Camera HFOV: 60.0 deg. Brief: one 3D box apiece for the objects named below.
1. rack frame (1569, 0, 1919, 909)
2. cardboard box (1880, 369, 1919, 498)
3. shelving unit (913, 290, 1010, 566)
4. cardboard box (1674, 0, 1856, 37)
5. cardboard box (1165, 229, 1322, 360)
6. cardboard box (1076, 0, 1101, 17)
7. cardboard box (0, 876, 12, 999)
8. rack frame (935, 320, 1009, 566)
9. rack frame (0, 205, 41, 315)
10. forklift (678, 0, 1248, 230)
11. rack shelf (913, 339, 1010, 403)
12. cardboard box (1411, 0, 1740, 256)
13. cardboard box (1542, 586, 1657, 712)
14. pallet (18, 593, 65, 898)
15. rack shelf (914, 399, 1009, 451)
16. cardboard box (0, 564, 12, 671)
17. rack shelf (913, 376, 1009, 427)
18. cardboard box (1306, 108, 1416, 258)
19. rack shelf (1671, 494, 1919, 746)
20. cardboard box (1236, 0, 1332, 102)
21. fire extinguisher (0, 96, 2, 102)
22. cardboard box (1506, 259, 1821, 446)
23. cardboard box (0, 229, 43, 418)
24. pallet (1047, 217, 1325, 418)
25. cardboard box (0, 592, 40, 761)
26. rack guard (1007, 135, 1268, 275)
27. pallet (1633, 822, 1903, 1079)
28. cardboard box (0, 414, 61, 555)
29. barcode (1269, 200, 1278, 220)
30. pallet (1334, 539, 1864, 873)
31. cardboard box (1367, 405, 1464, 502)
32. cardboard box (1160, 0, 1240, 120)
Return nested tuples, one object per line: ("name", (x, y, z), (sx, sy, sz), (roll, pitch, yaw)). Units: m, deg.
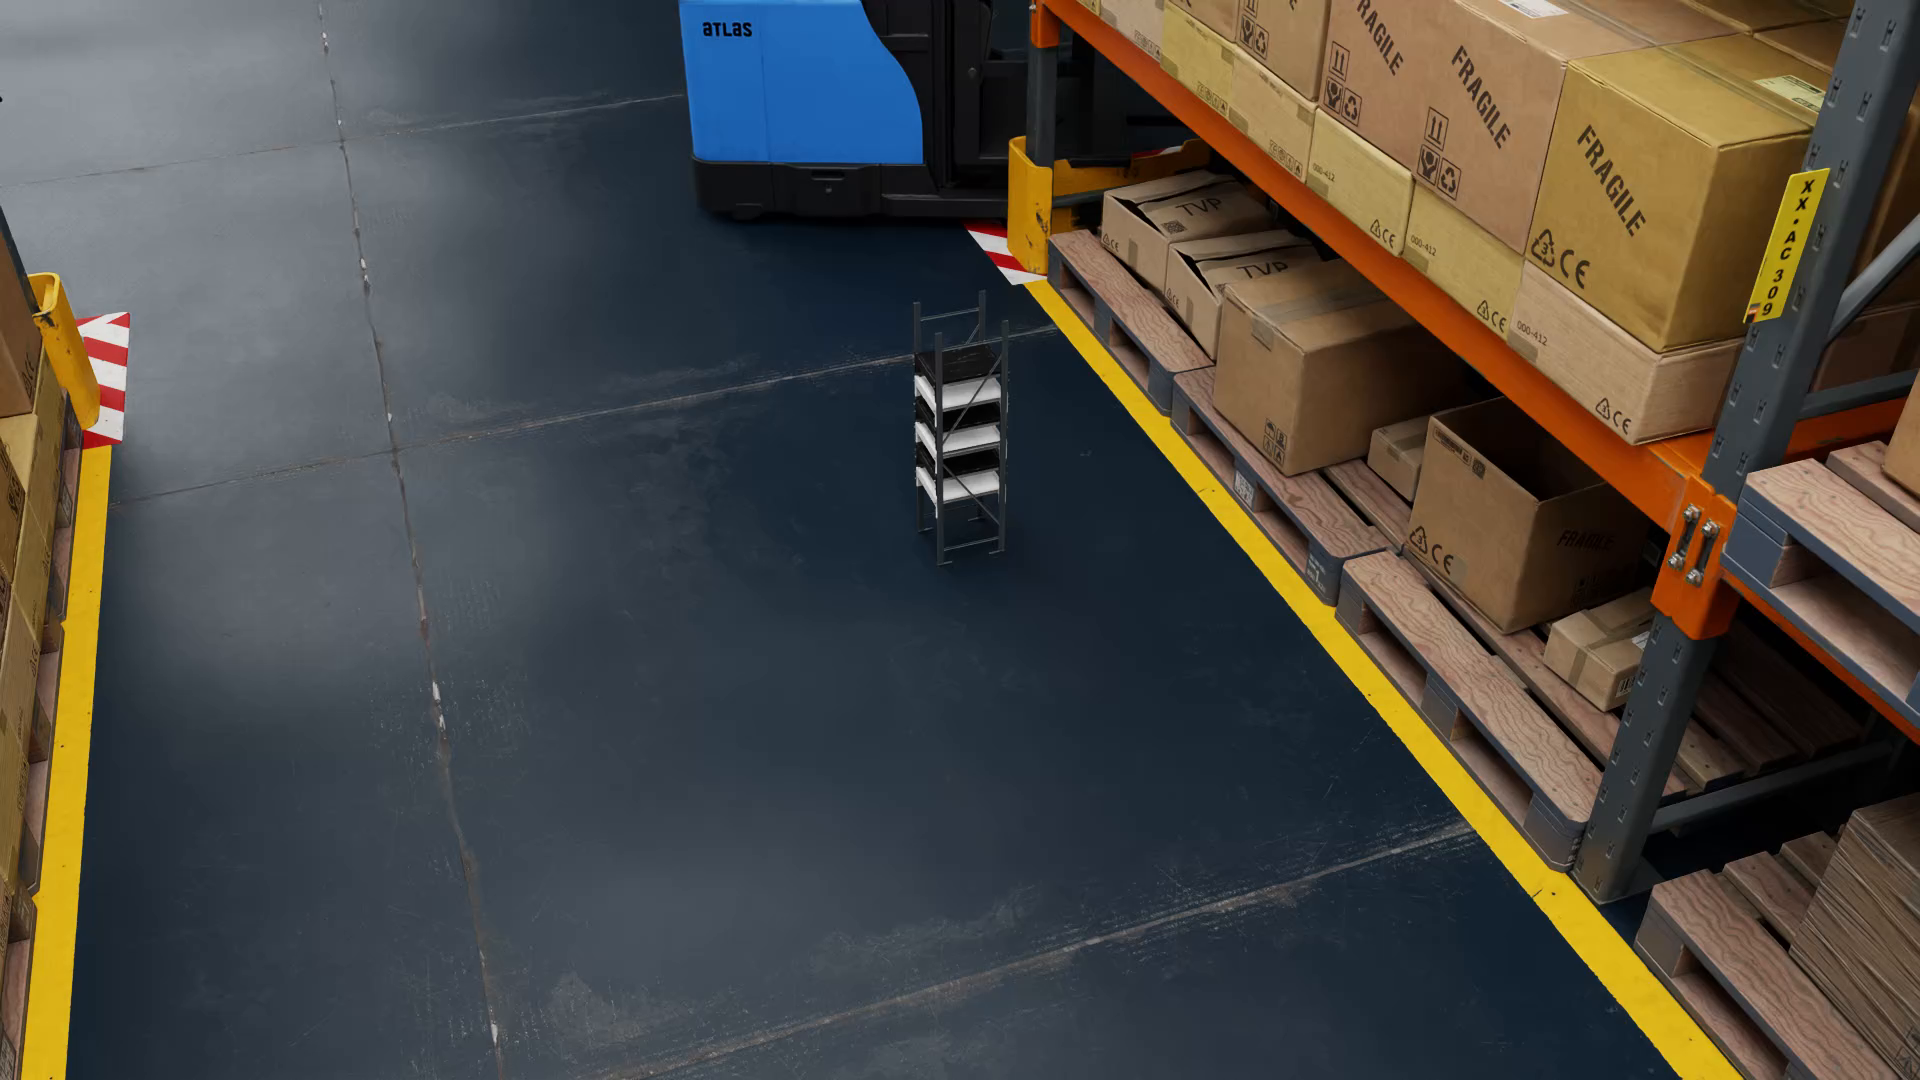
("rack frame", (2.152, -0.352, 3.724), (1.000, 3.000, 0.127), (-12, 39, -16))
("cardboard box", (2.295, -0.273, 3.171), (0.700, 0.500, 0.500), (-12, 39, -16))
("shelving unit", (0.003, -0.355, 5.473), (0.258, 0.900, 0.210), (-12, 39, -16))
("cardboard box", (2.012, -1.202, 4.337), (0.500, 0.500, 0.500), (-13, 39, -16))
("cardboard box", (1.125, -0.982, 6.430), (0.500, 0.311, 0.500), (-9, 38, -12))
("cardboard box", (0.645, -2.218, 6.310), (0.500, 0.250, 0.500), (-14, 39, -17))
("cardboard box", (-2.540, 0.998, 3.868), (0.500, 0.250, 0.500), (-12, 39, -16))
("rack frame", (0.038, -0.297, 5.397), (0.240, 0.900, 0.006), (-12, 39, -16))
("rack frame", (-3.874, -1.584, 5.360), (1.000, 3.000, 0.127), (-12, 39, -16))
("forklift", (0.301, -2.913, 7.181), (3.031, 2.935, 1.130), (1, 37, 1))
("rack shelf", (0.003, -0.544, 5.331), (0.258, 0.077, 0.200), (-12, 39, -16))
("cardboard box", (1.522, -1.084, 4.180), (0.500, 0.500, 0.500), (-13, 39, -16))
("cardboard box", (1.940, 0.308, 4.837), (0.380, 0.166, 0.250), (-18, 40, -22))
("pallet", (-3.156, 0.641, 4.723), (1.003, 0.211, 1.213), (-12, 39, -16))
("rack shelf", (0.003, -0.400, 5.439), (0.258, 0.077, 0.200), (-12, 39, -16))
("cardboard box", (-2.882, 0.133, 4.394), (0.500, 0.500, 0.500), (-12, 39, -16))
("rack shelf", (0.003, -0.472, 5.385), (0.258, 0.077, 0.200), (-12, 39, -16))
("cardboard box", (1.353, -1.069, 4.784), (0.500, 0.250, 0.500), (-13, 39, -16))
("rack shelf", (2.840, 1.065, 2.441), (1.077, 0.370, 4.000), (-12, 39, -16))
("cardboard box", (1.179, -1.664, 4.951), (0.500, 0.500, 0.500), (-11, 38, -15))
("fire extinguisher", (-3.479, -1.716, 5.600), (0.296, 0.674, 0.183), (-12, 39, -16))
("cardboard box", (1.704, -0.505, 4.035), (0.500, 0.250, 0.500), (-12, 39, -16))
("cardboard box", (-3.410, -0.712, 5.515), (0.500, 0.500, 0.500), (-12, 39, -16))
("pallet", (1.048, -0.989, 6.887), (1.003, 0.211, 1.213), (-12, 39, -16))
("cardboard box", (-2.885, 0.433, 4.618), (0.500, 0.250, 0.500), (-12, 39, -16))
("rack guard", (0.802, -1.570, 7.419), (1.175, 0.500, 0.348), (-12, 39, -16))
("pallet", (2.421, 1.201, 3.980), (1.003, 0.211, 1.213), (-12, 39, -16))
("cardboard box", (-3.229, -0.132, 5.368), (0.500, 0.250, 0.500), (-12, 39, -16))
("barcode", (1.311, -1.380, 6.951), (0.001, 0.075, 0.075), (-12, 39, -16))
("pallet", (1.888, 0.390, 5.057), (1.003, 0.211, 1.213), (-12, 39, -16))
("cardboard box", (1.620, -0.297, 5.655), (0.380, 0.149, 0.250), (-16, 40, -20))
("cardboard box", (1.007, -1.639, 5.541), (0.500, 0.250, 0.500), (-13, 39, -17))
